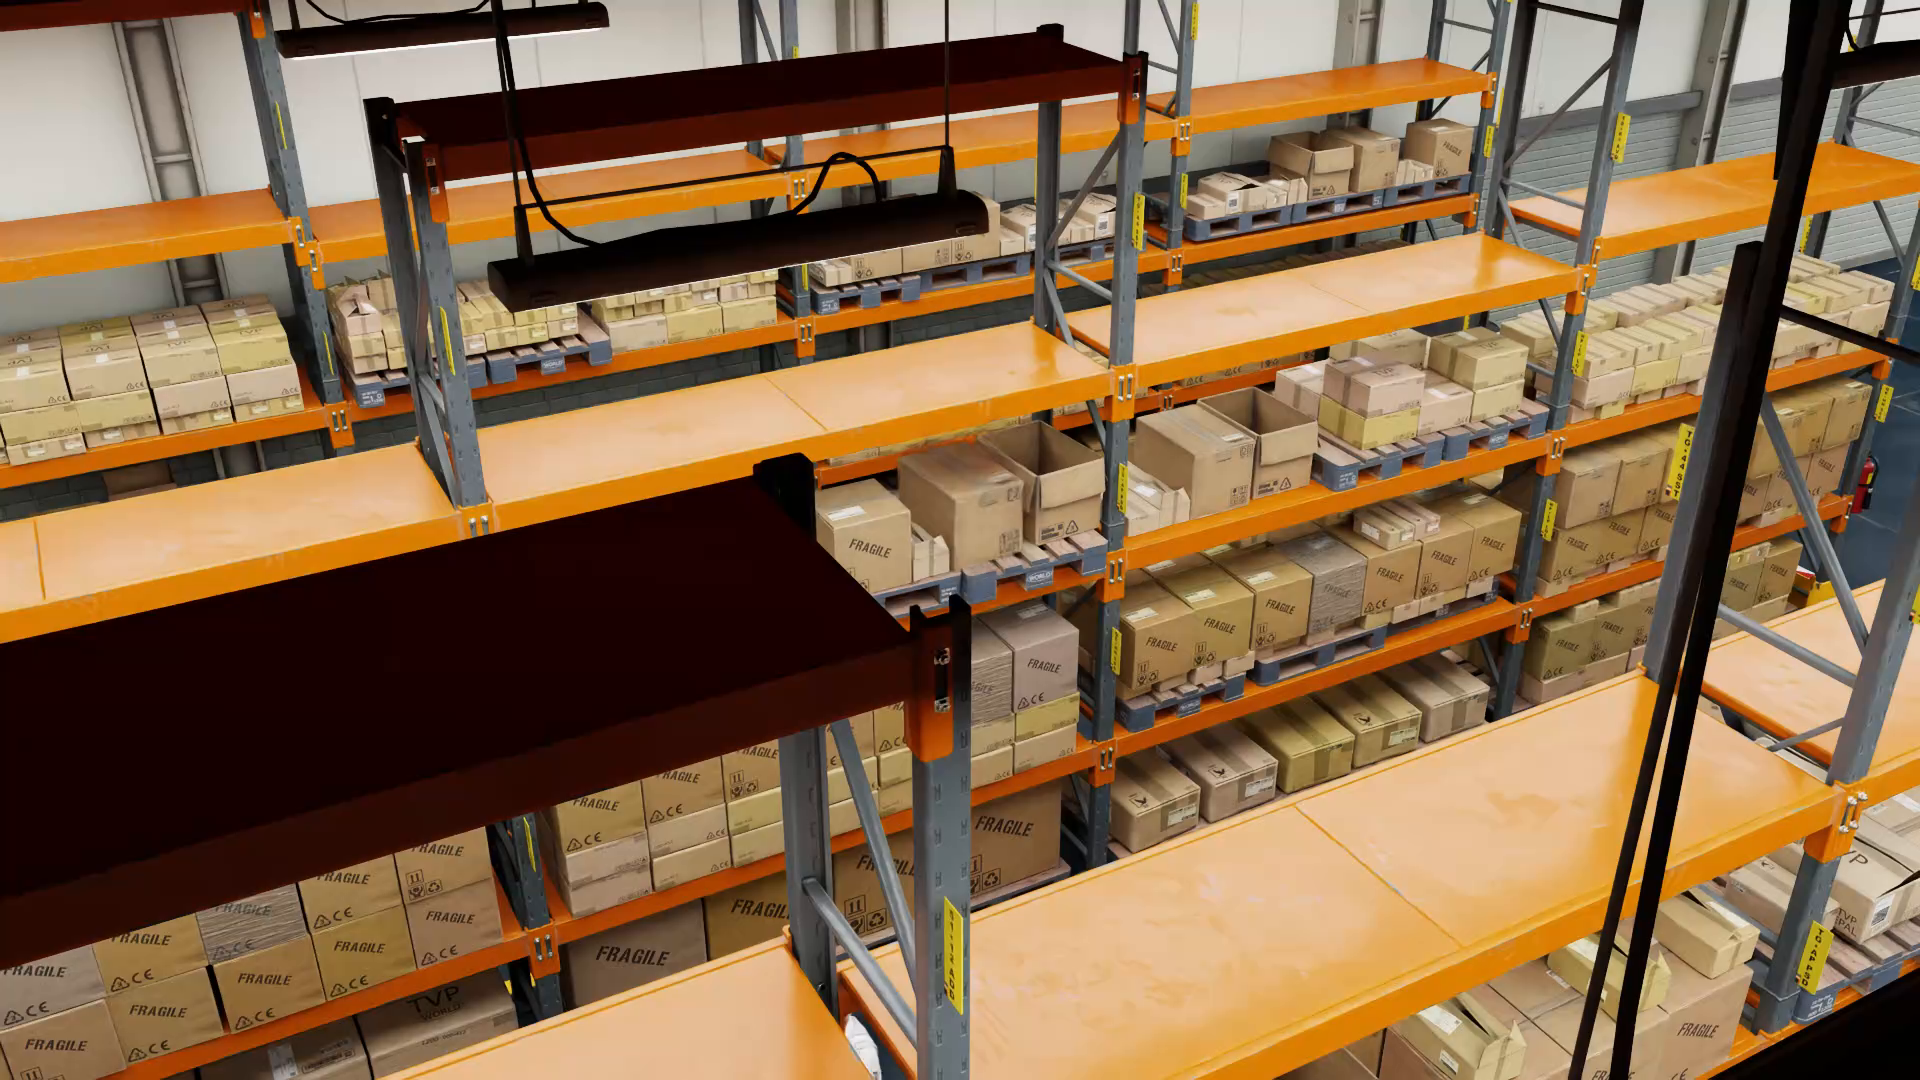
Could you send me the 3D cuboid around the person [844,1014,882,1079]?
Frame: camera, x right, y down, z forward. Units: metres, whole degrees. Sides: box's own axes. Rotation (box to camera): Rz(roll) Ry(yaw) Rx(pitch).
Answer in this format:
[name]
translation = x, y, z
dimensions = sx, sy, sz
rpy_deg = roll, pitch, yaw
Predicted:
[person]
translation = -0.618, 3.088, 9.056
dimensions = 0.646, 1.681, 0.581
rpy_deg = -17, 32, -29
